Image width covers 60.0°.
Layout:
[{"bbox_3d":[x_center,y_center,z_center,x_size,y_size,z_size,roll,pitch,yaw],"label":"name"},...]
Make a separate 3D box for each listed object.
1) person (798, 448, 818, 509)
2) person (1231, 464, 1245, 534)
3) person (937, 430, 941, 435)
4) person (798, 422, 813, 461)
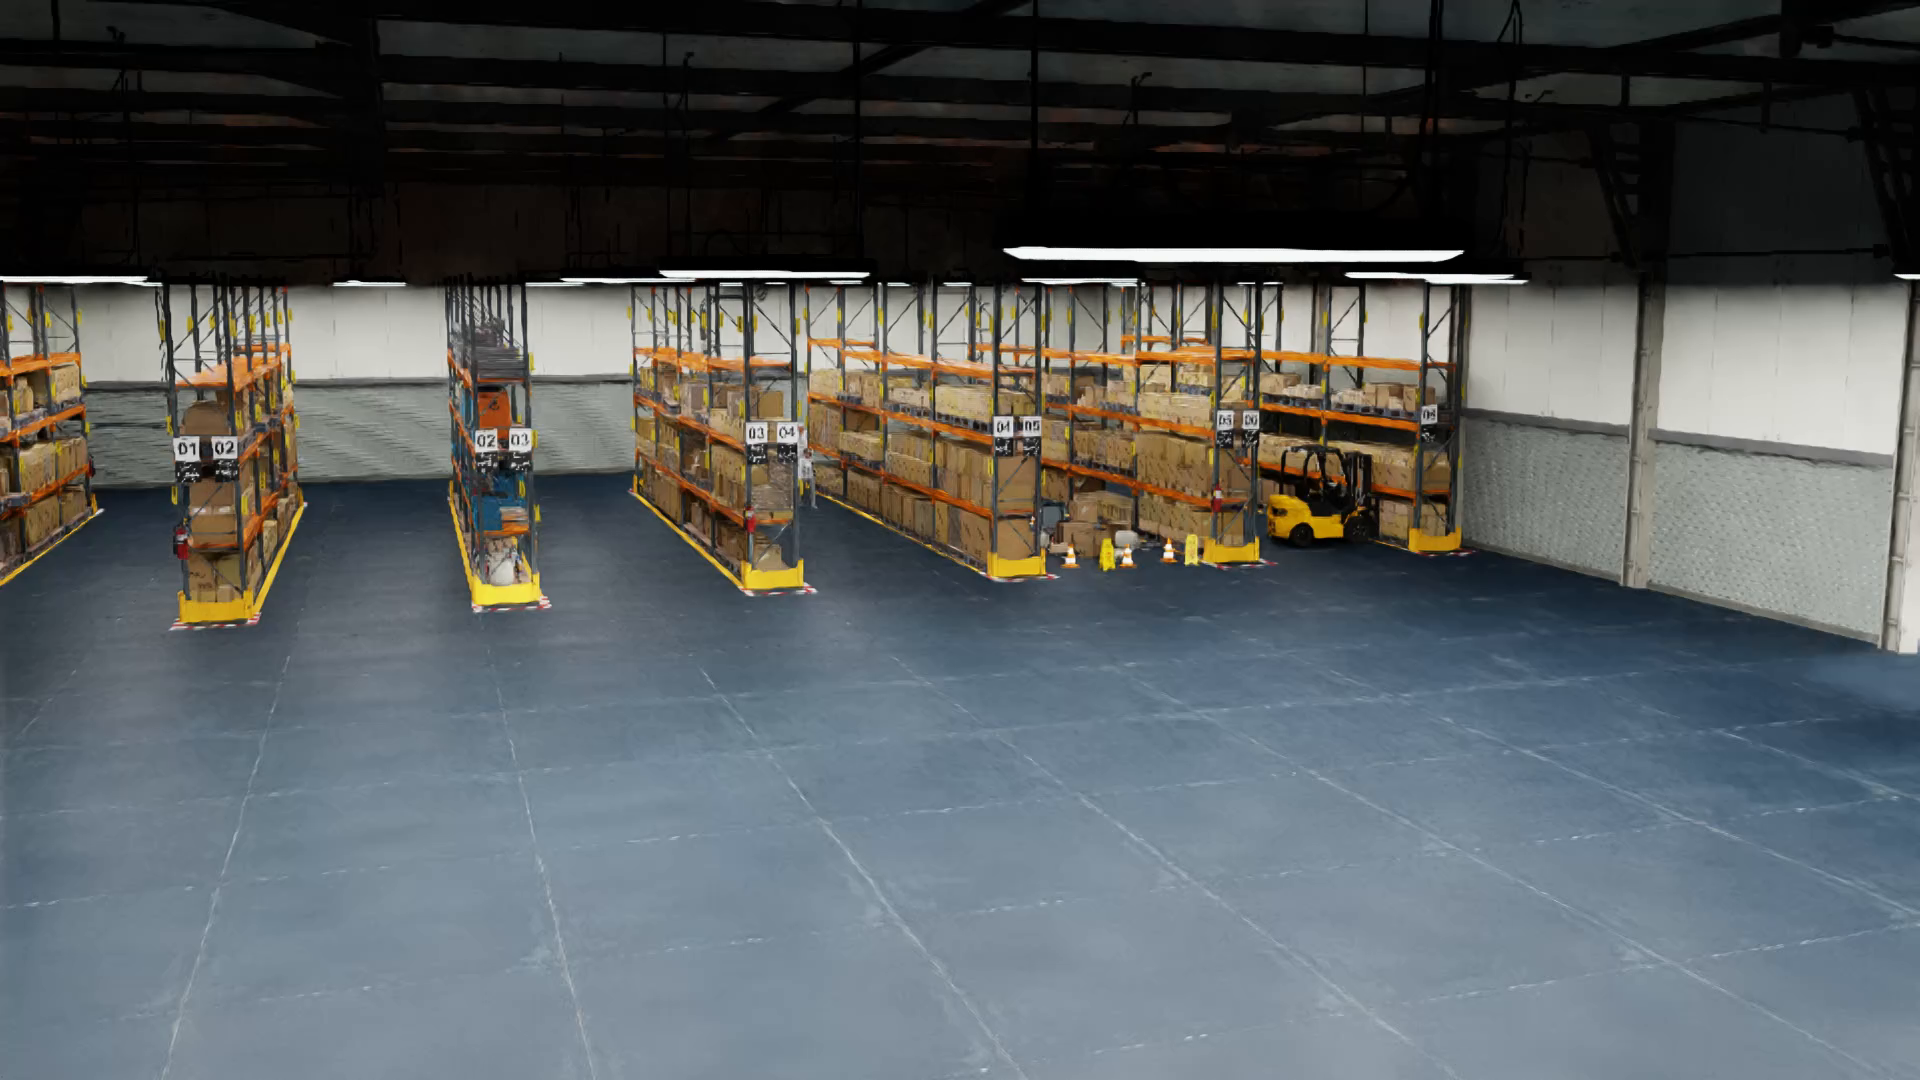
[{"bbox_3d":[-4.011,-1.637,43.507,0.495,1.589,1.086,-2,9,-16],"label":"person"},{"bbox_3d":[6.453,-0.969,38.977,0.467,1.651,0.523,2,9,11],"label":"person"},{"bbox_3d":[-0.660,-2.524,49.266,0.514,1.660,0.535,-5,10,-30],"label":"person"},{"bbox_3d":[-4.660,-2.679,49.932,0.587,1.777,0.580,3,9,17],"label":"person"}]
